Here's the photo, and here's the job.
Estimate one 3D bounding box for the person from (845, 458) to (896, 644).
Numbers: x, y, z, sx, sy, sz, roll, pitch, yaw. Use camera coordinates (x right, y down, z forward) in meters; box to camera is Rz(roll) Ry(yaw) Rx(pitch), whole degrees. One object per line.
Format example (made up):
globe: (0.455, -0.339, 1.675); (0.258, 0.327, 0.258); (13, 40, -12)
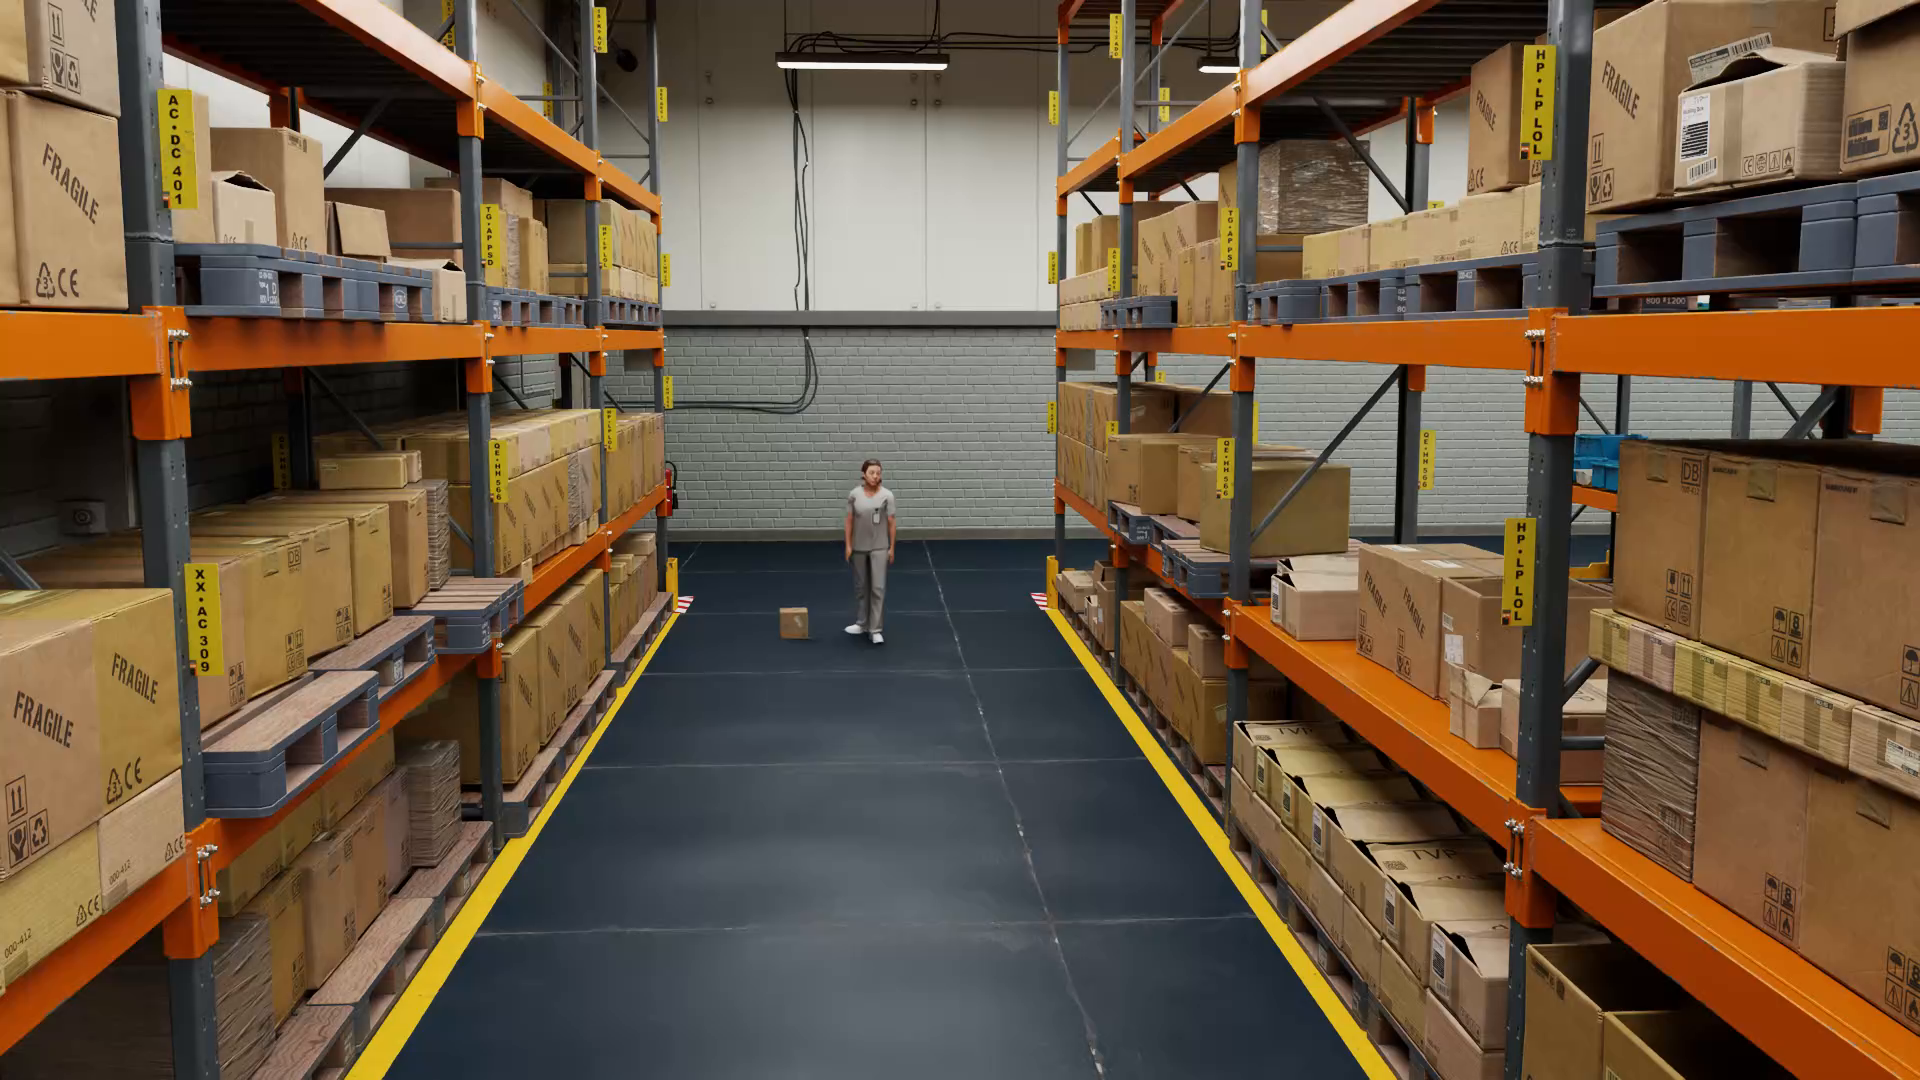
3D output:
person: (-0.826, 0.082, 15.118); (0.500, 1.664, 0.558); (1, 7, 8)
